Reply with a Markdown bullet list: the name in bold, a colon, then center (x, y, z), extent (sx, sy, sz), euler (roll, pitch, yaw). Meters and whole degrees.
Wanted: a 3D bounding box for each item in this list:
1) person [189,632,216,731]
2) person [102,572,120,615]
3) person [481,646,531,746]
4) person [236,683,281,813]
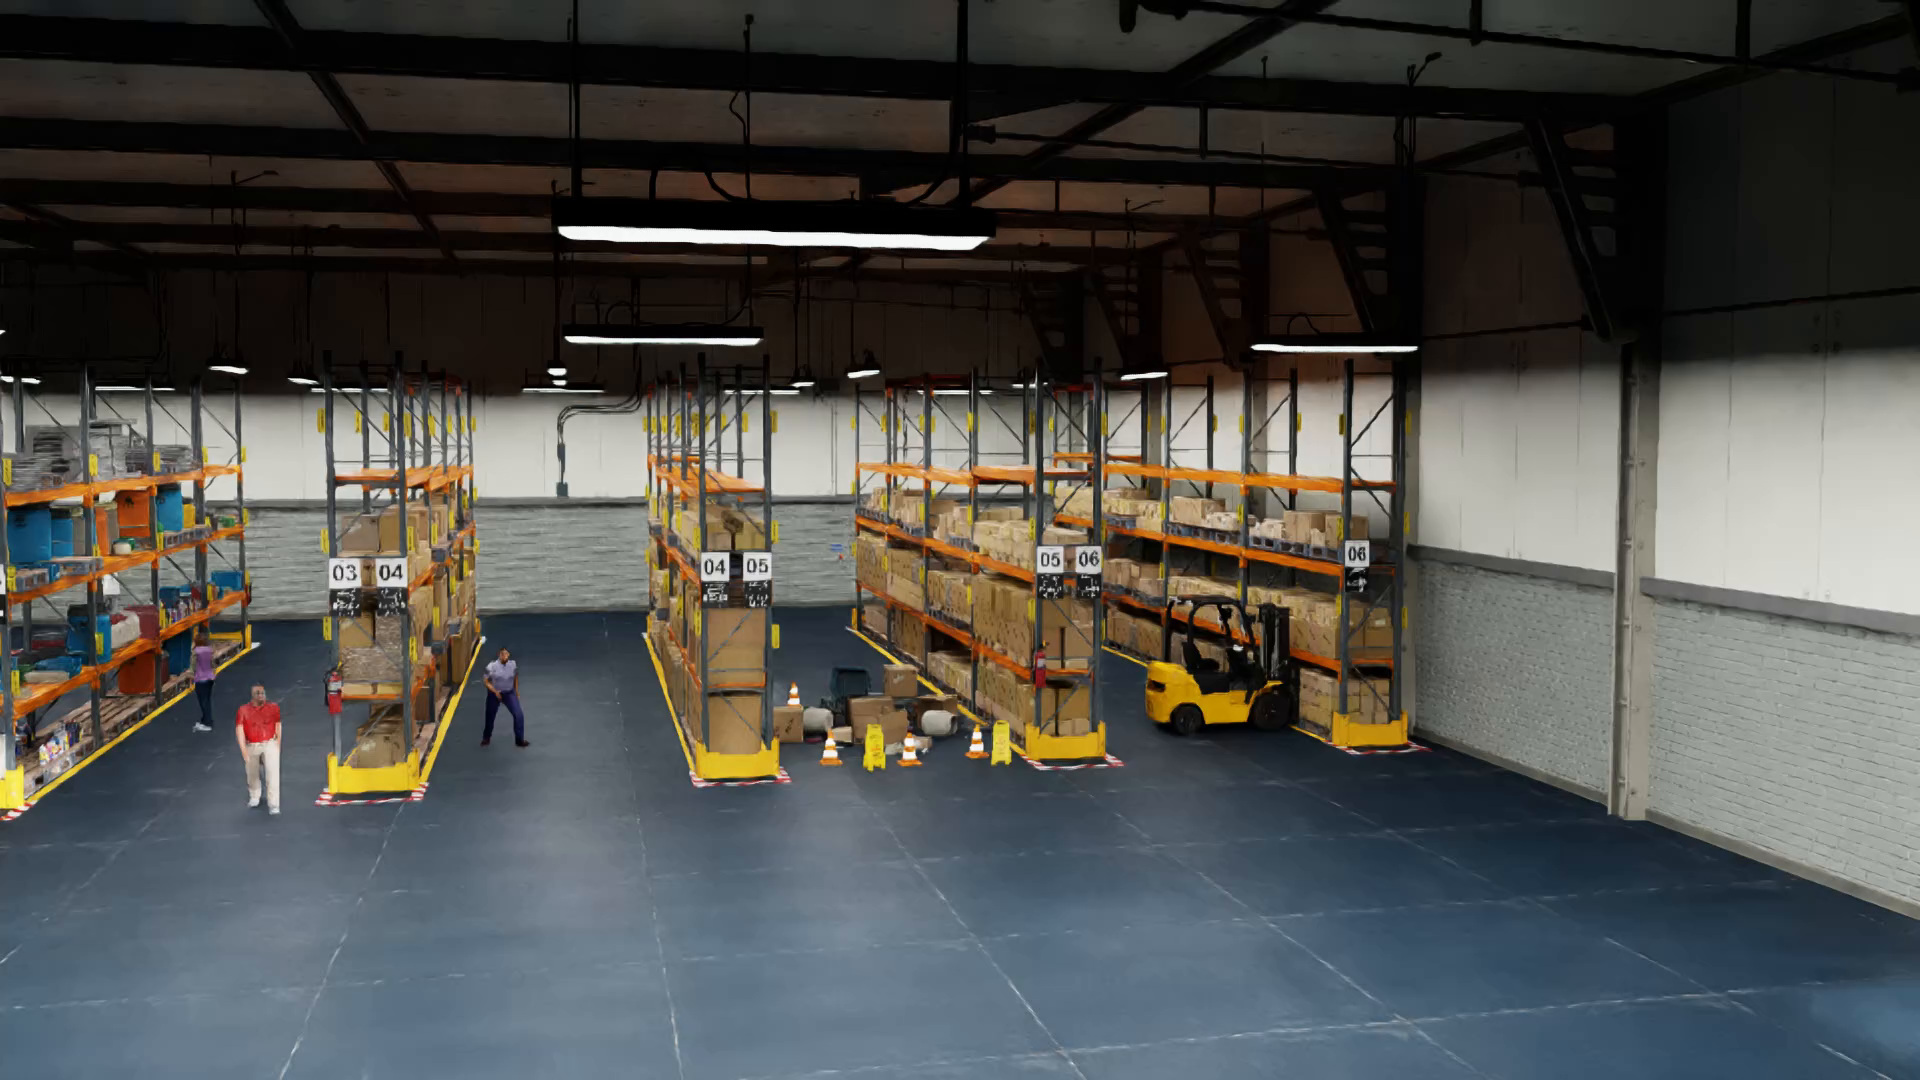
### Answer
- **person**: center (-12.392, 2.302, 27.184), extent (0.527, 1.592, 0.522), euler (1, 4, 19)
- **person**: center (-20.839, 1.312, 40.451), extent (0.513, 1.764, 0.722), euler (3, 5, 33)
- **person**: center (-7.102, 2.413, 25.855), extent (0.655, 1.564, 0.824), euler (-2, 5, -30)
- **person**: center (-9.027, 2.667, 21.416), extent (0.536, 1.659, 1.036), euler (-2, 4, -21)
